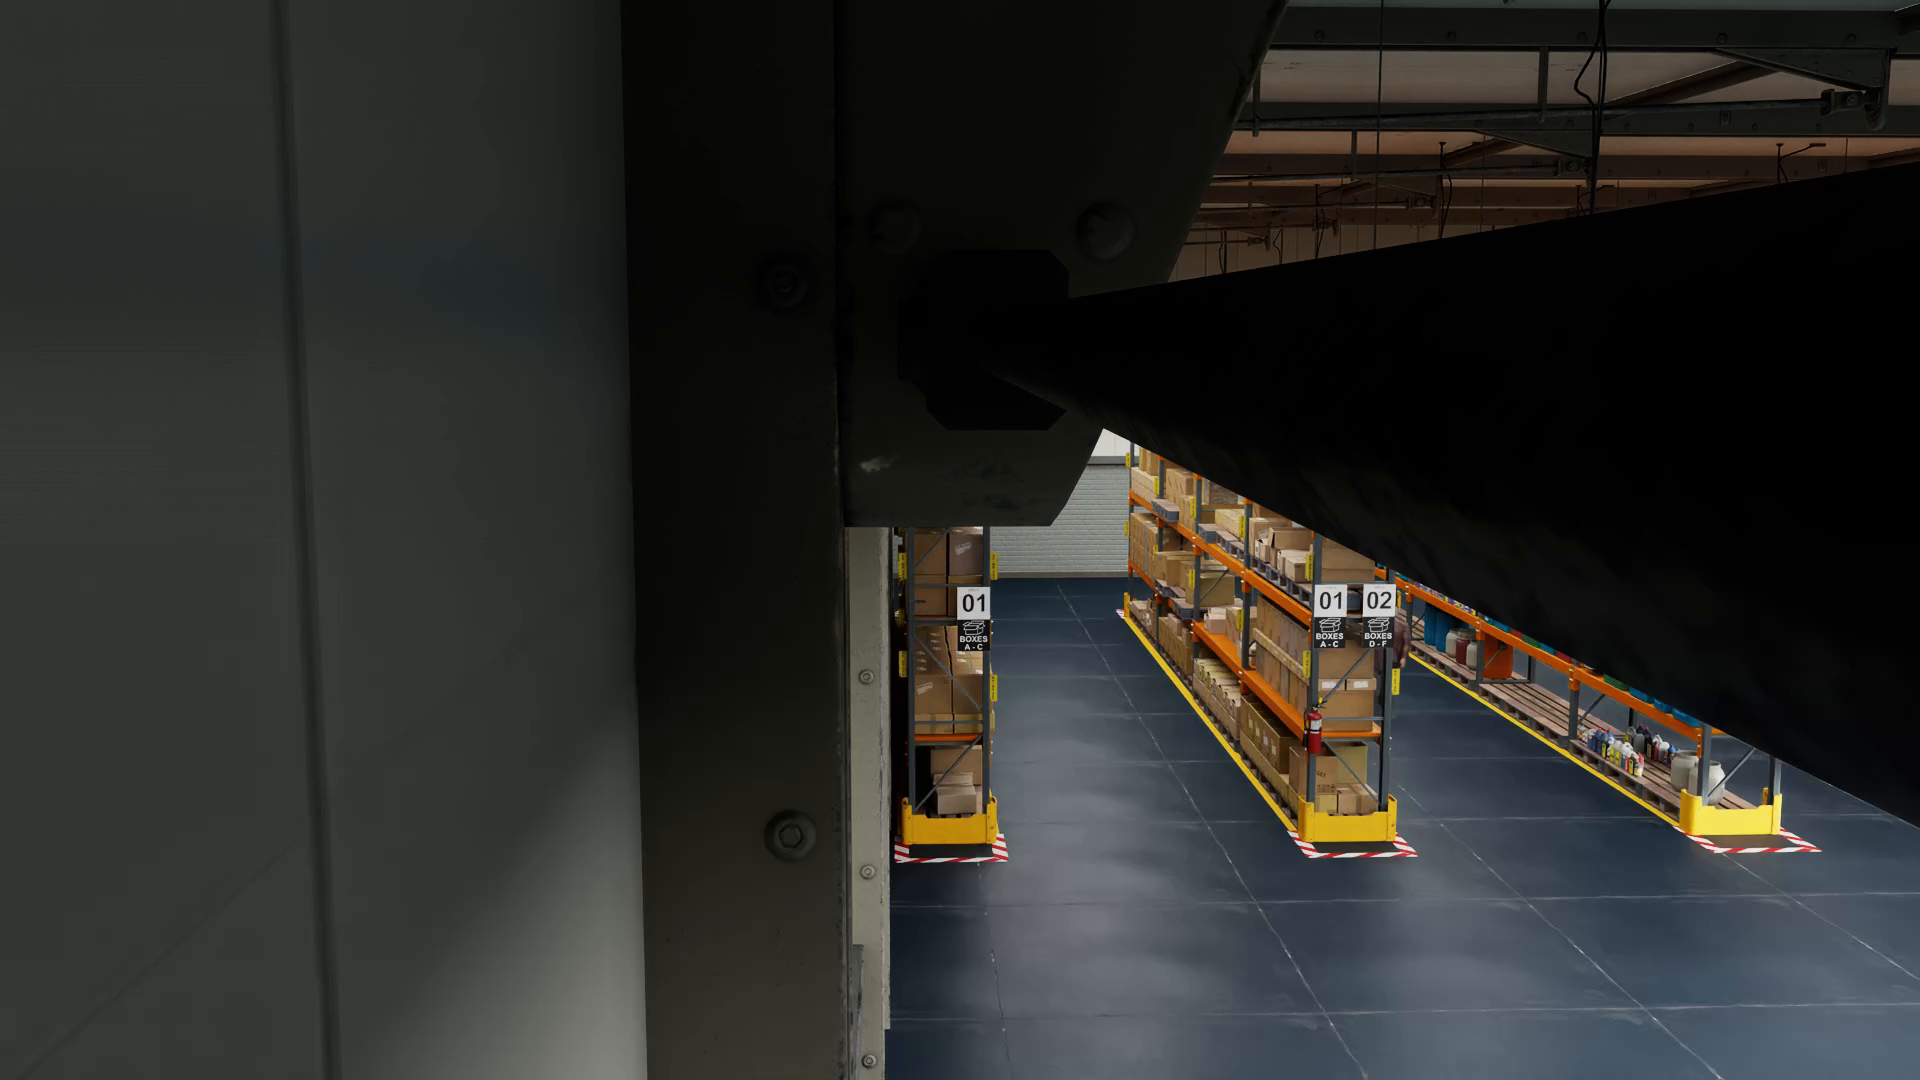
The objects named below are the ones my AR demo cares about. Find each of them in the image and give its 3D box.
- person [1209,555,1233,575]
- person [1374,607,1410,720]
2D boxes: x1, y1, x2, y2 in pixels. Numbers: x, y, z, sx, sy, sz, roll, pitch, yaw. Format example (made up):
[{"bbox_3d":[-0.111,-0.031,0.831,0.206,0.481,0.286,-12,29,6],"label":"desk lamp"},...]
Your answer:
[{"bbox_3d":[5.823,0.753,36.978,0.559,1.752,0.528,-3,8,-22],"label":"person"},{"bbox_3d":[7.064,1.974,27.208,0.530,1.769,0.960,-2,8,-13],"label":"person"}]
